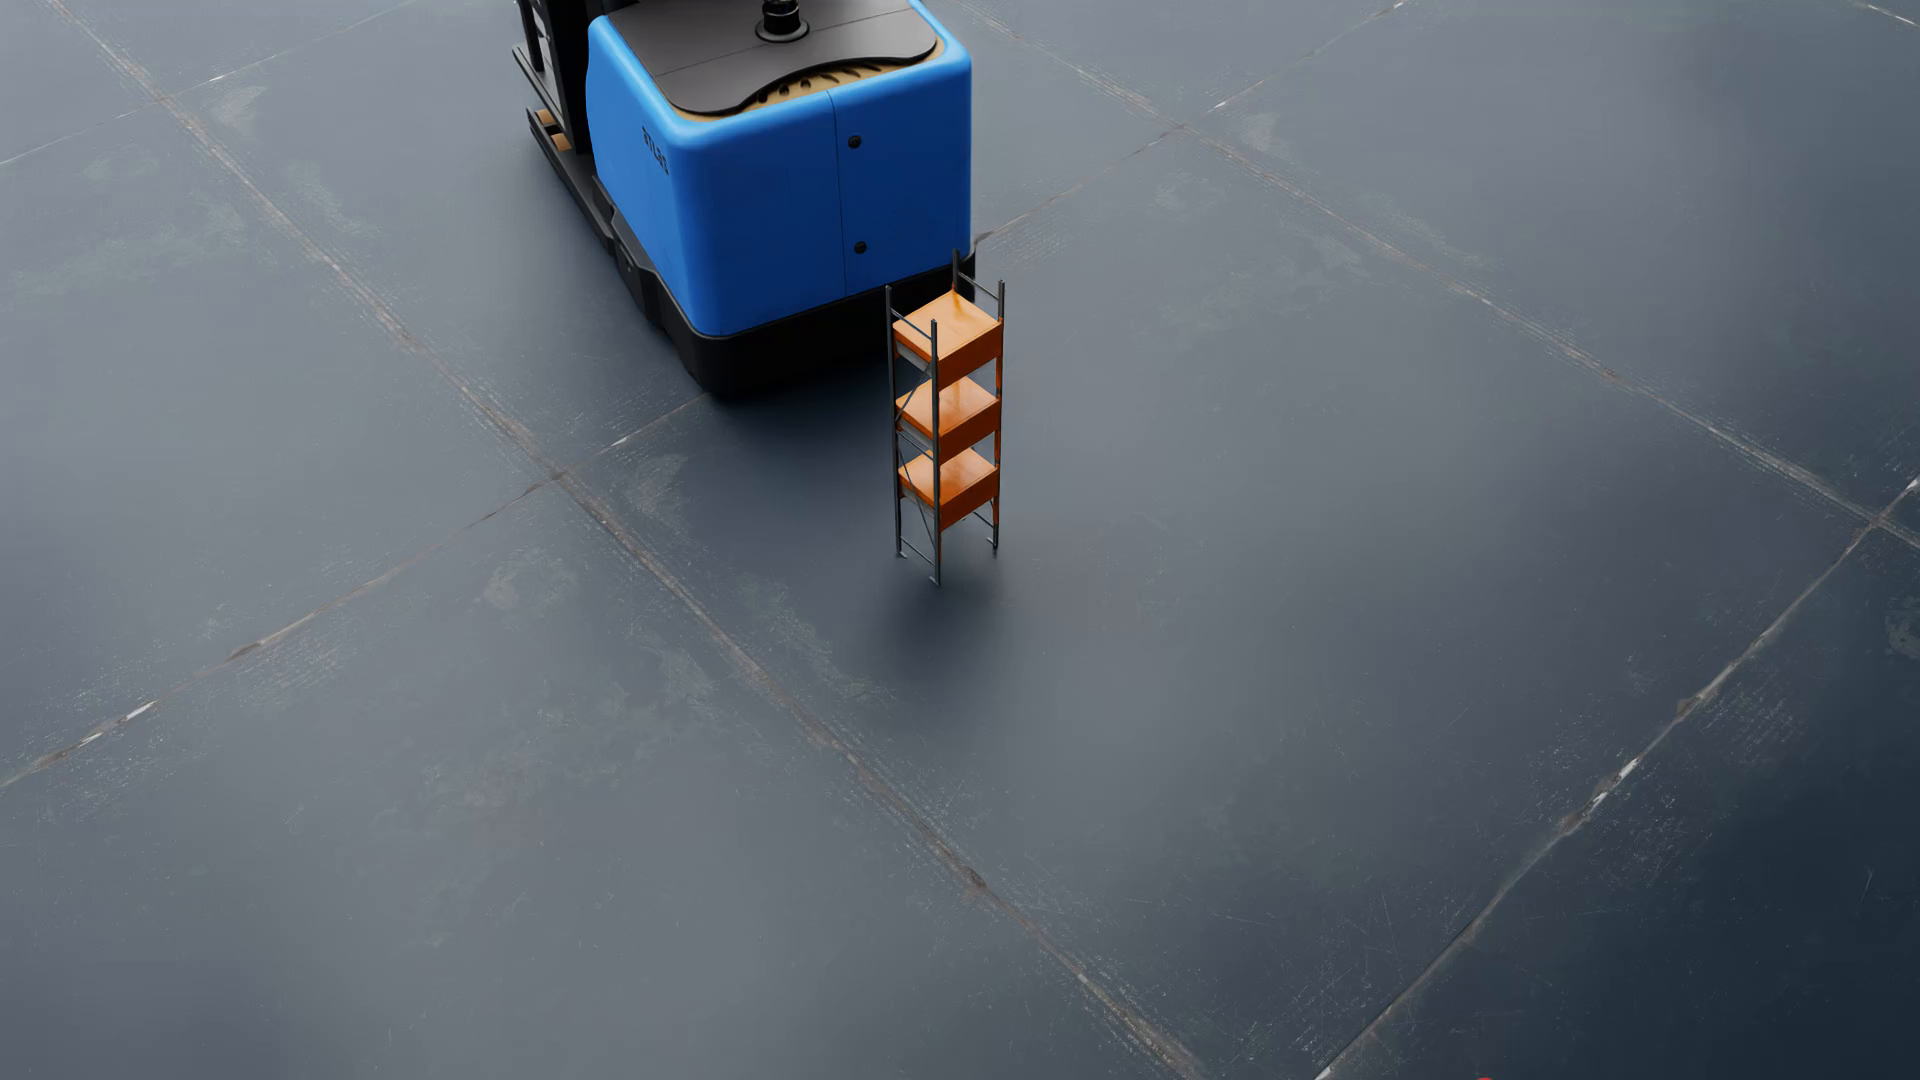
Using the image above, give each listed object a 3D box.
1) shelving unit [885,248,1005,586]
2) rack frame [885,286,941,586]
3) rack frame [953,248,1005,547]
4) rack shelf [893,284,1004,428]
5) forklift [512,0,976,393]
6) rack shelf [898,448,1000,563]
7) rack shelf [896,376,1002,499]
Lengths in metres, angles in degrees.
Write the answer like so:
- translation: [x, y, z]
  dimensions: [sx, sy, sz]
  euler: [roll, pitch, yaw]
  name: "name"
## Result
- translation: [-0.040, -0.330, 4.840]
  dimensions: [0.252, 1.050, 0.215]
  euler: [-34, 56, -27]
  name: "shelving unit"
- translation: [-0.130, -0.269, 4.784]
  dimensions: [0.008, 1.050, 0.200]
  euler: [-34, 56, -27]
  name: "rack frame"
- translation: [0.051, -0.390, 4.895]
  dimensions: [0.008, 1.050, 0.200]
  euler: [-34, 56, -27]
  name: "rack frame"
- translation: [-0.040, -0.515, 4.639]
  dimensions: [0.240, 0.259, 0.215]
  euler: [-34, 56, -27]
  name: "rack shelf"
- translation: [-1.074, -2.576, 5.633]
  dimensions: [1.130, 2.935, 3.031]
  euler: [-21, 51, -18]
  name: "forklift"
- translation: [-0.040, -0.134, 5.052]
  dimensions: [0.240, 0.259, 0.215]
  euler: [-34, 56, -27]
  name: "rack shelf"
- translation: [-0.040, -0.322, 4.848]
  dimensions: [0.240, 0.259, 0.215]
  euler: [-34, 56, -27]
  name: "rack shelf"
